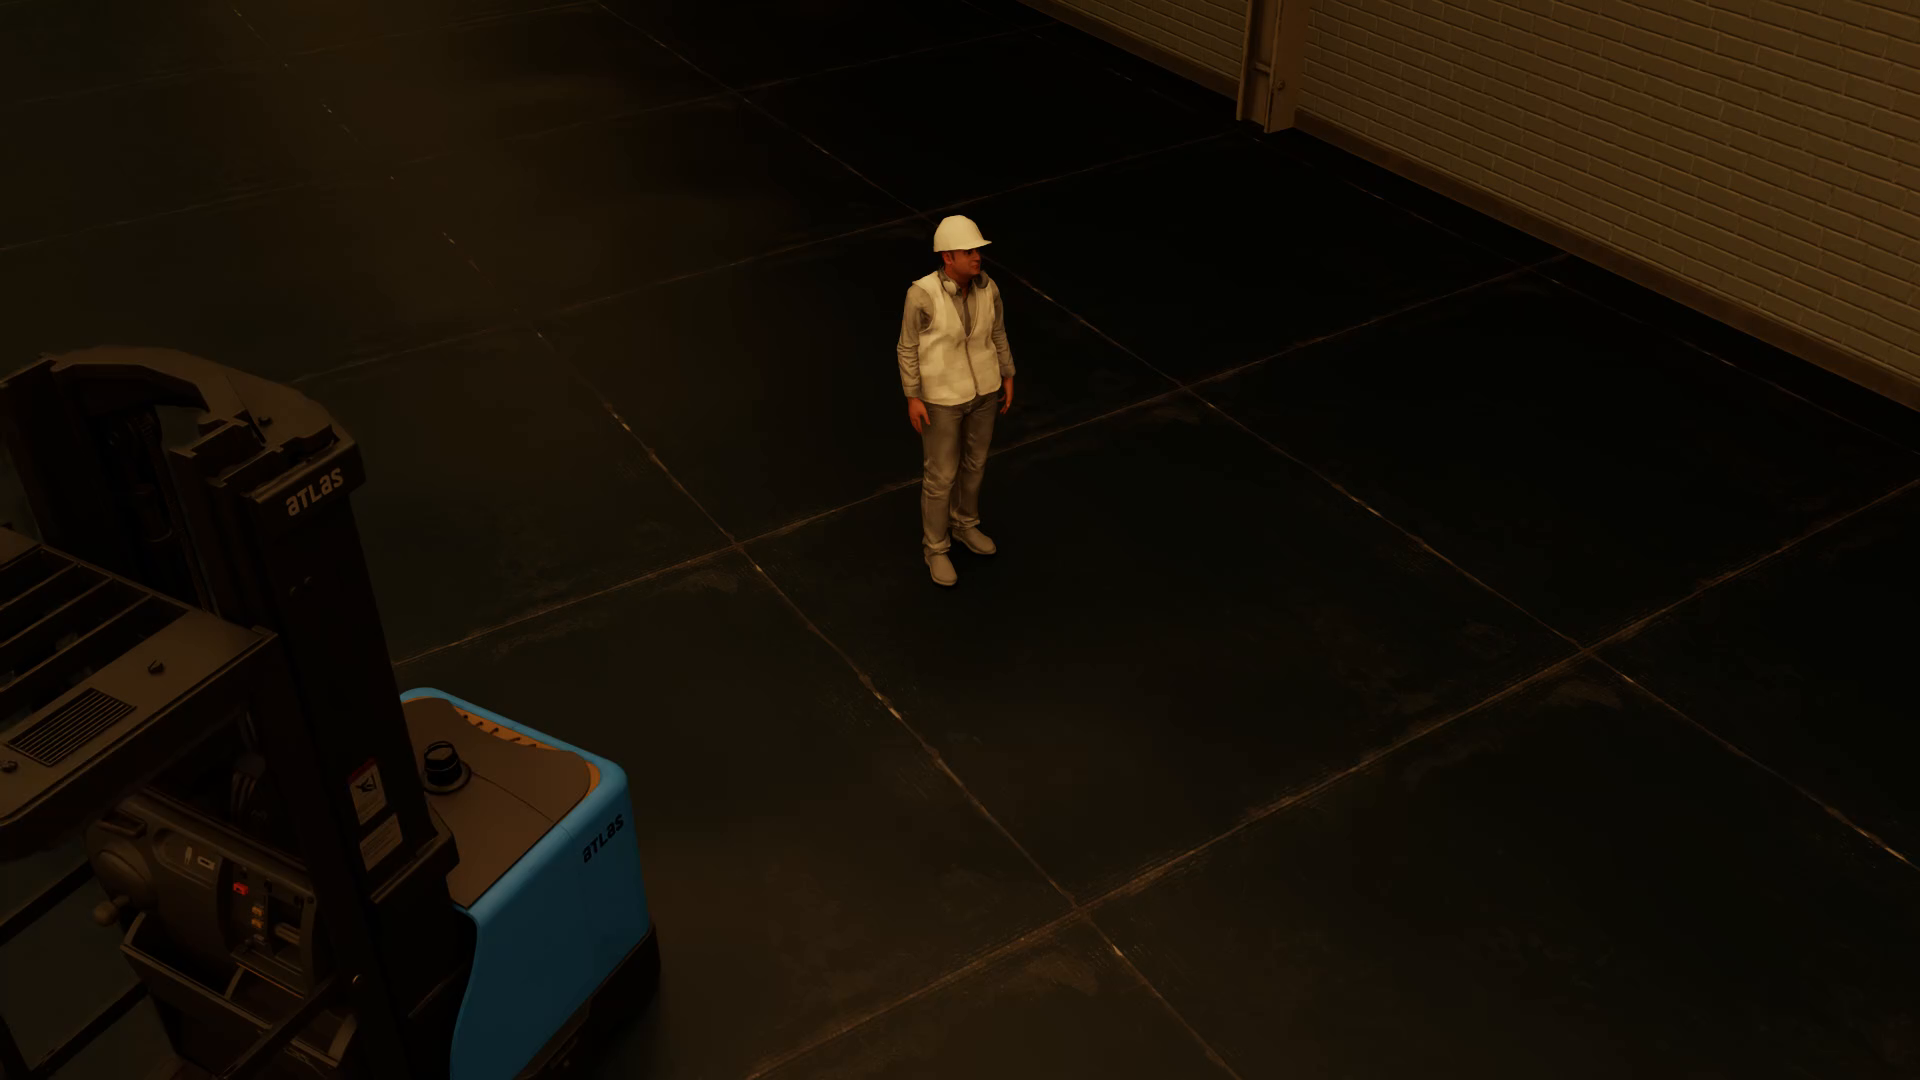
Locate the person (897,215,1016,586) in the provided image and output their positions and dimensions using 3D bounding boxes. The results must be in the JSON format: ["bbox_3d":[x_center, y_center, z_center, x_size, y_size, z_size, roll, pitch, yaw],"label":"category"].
[{"bbox_3d":[0.027,-0.700,8.137,0.632,1.773,0.568,-21,40,-27],"label":"person"}]

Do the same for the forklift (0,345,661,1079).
[{"bbox_3d":[-2.279,1.072,4.622,1.130,2.935,3.031,17,39,23],"label":"forklift"}]
